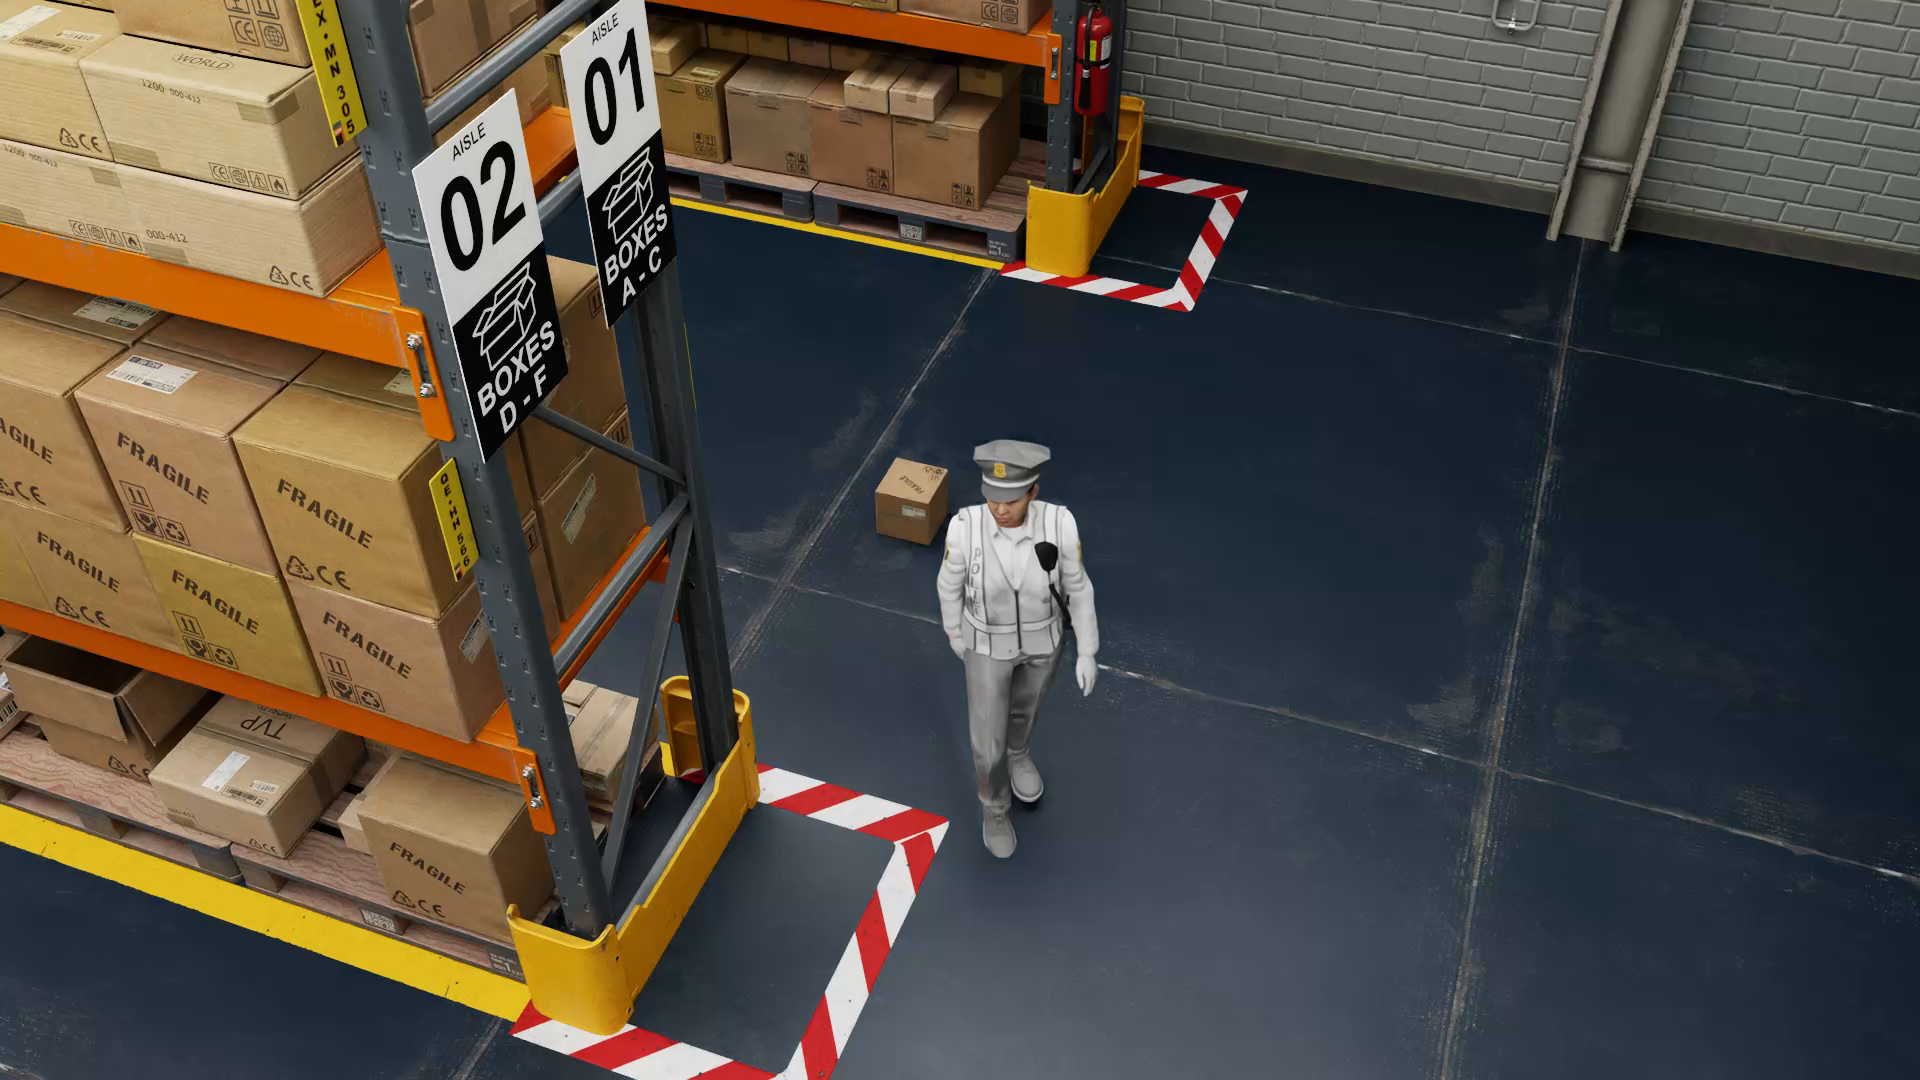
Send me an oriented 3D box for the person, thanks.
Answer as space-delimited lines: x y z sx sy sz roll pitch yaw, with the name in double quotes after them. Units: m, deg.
0.200 0.379 5.733 0.525 1.742 0.494 -6 42 -6 "person"
